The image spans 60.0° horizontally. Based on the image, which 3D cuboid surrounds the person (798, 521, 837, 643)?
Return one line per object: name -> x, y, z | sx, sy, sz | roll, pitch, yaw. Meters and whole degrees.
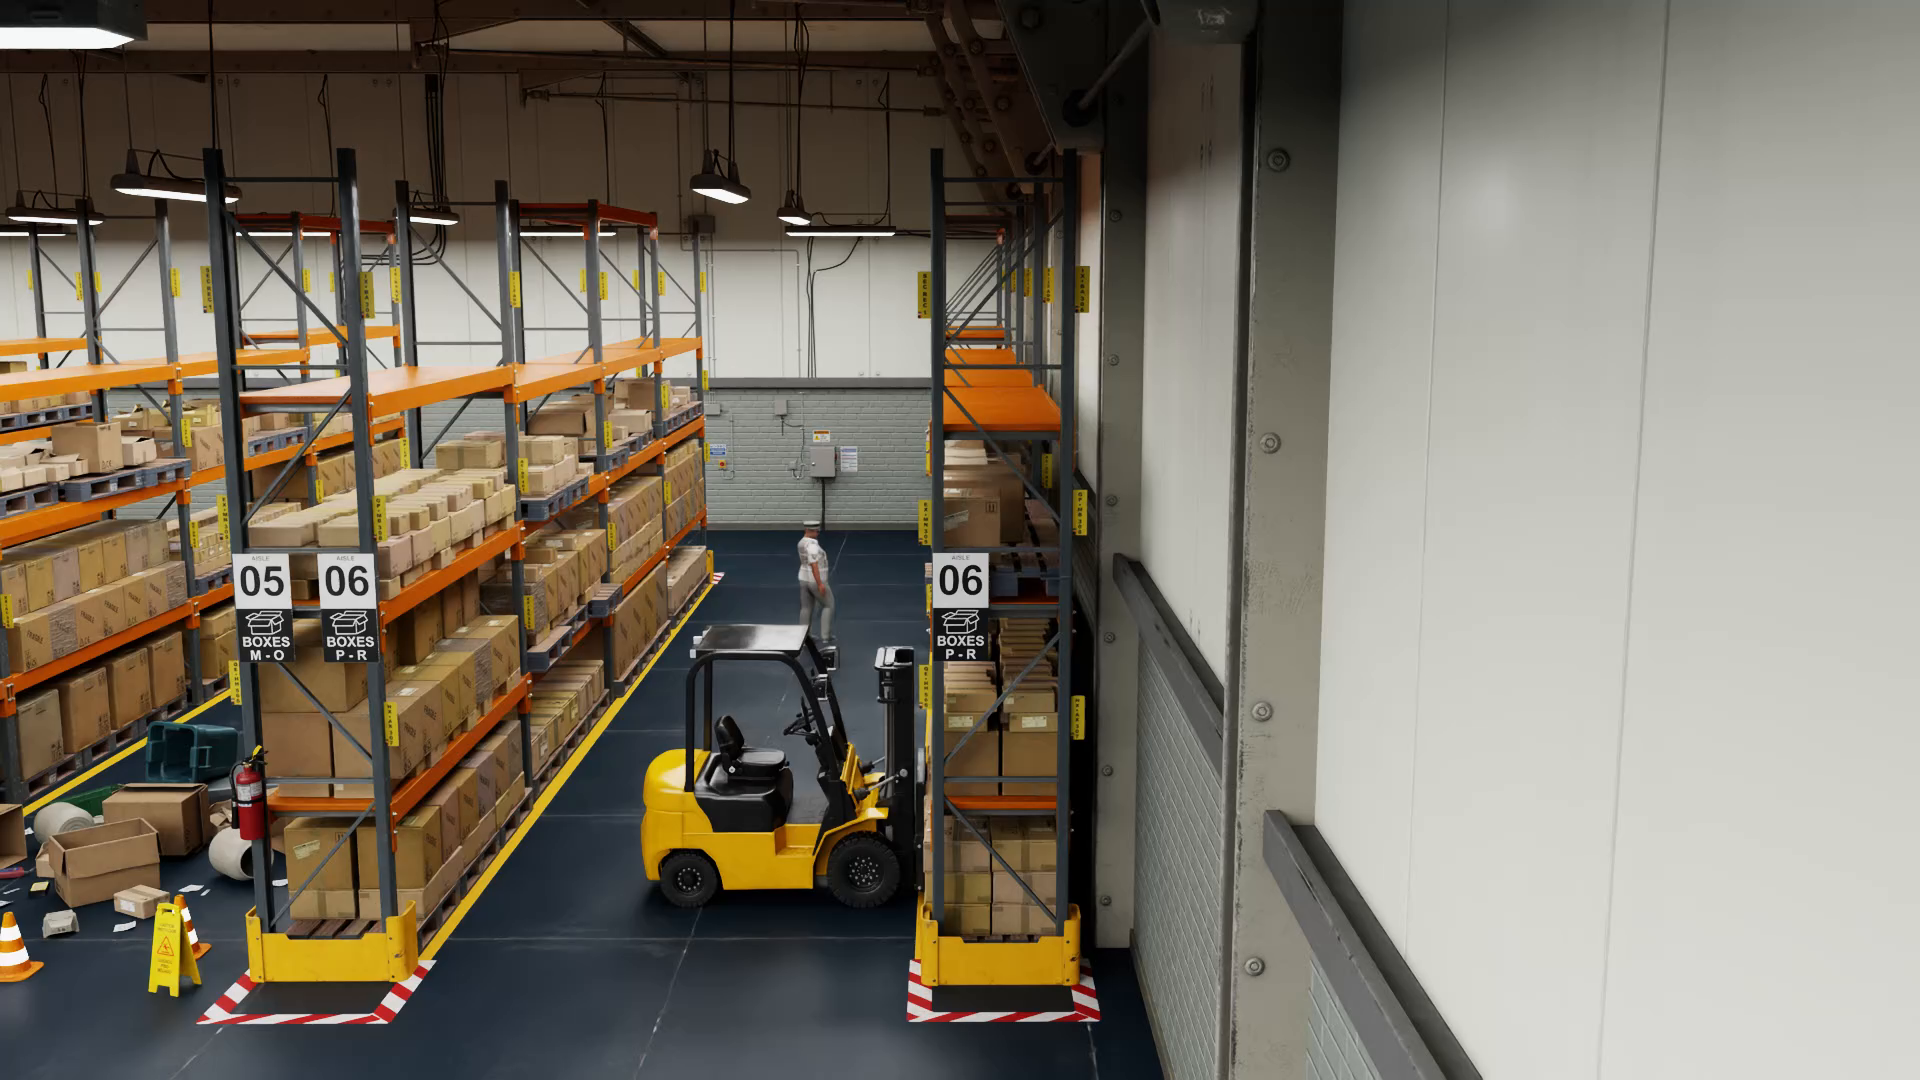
person -> -2.020, 0.591, 23.271 | 0.473, 1.742, 0.595 | -8, 12, -41
